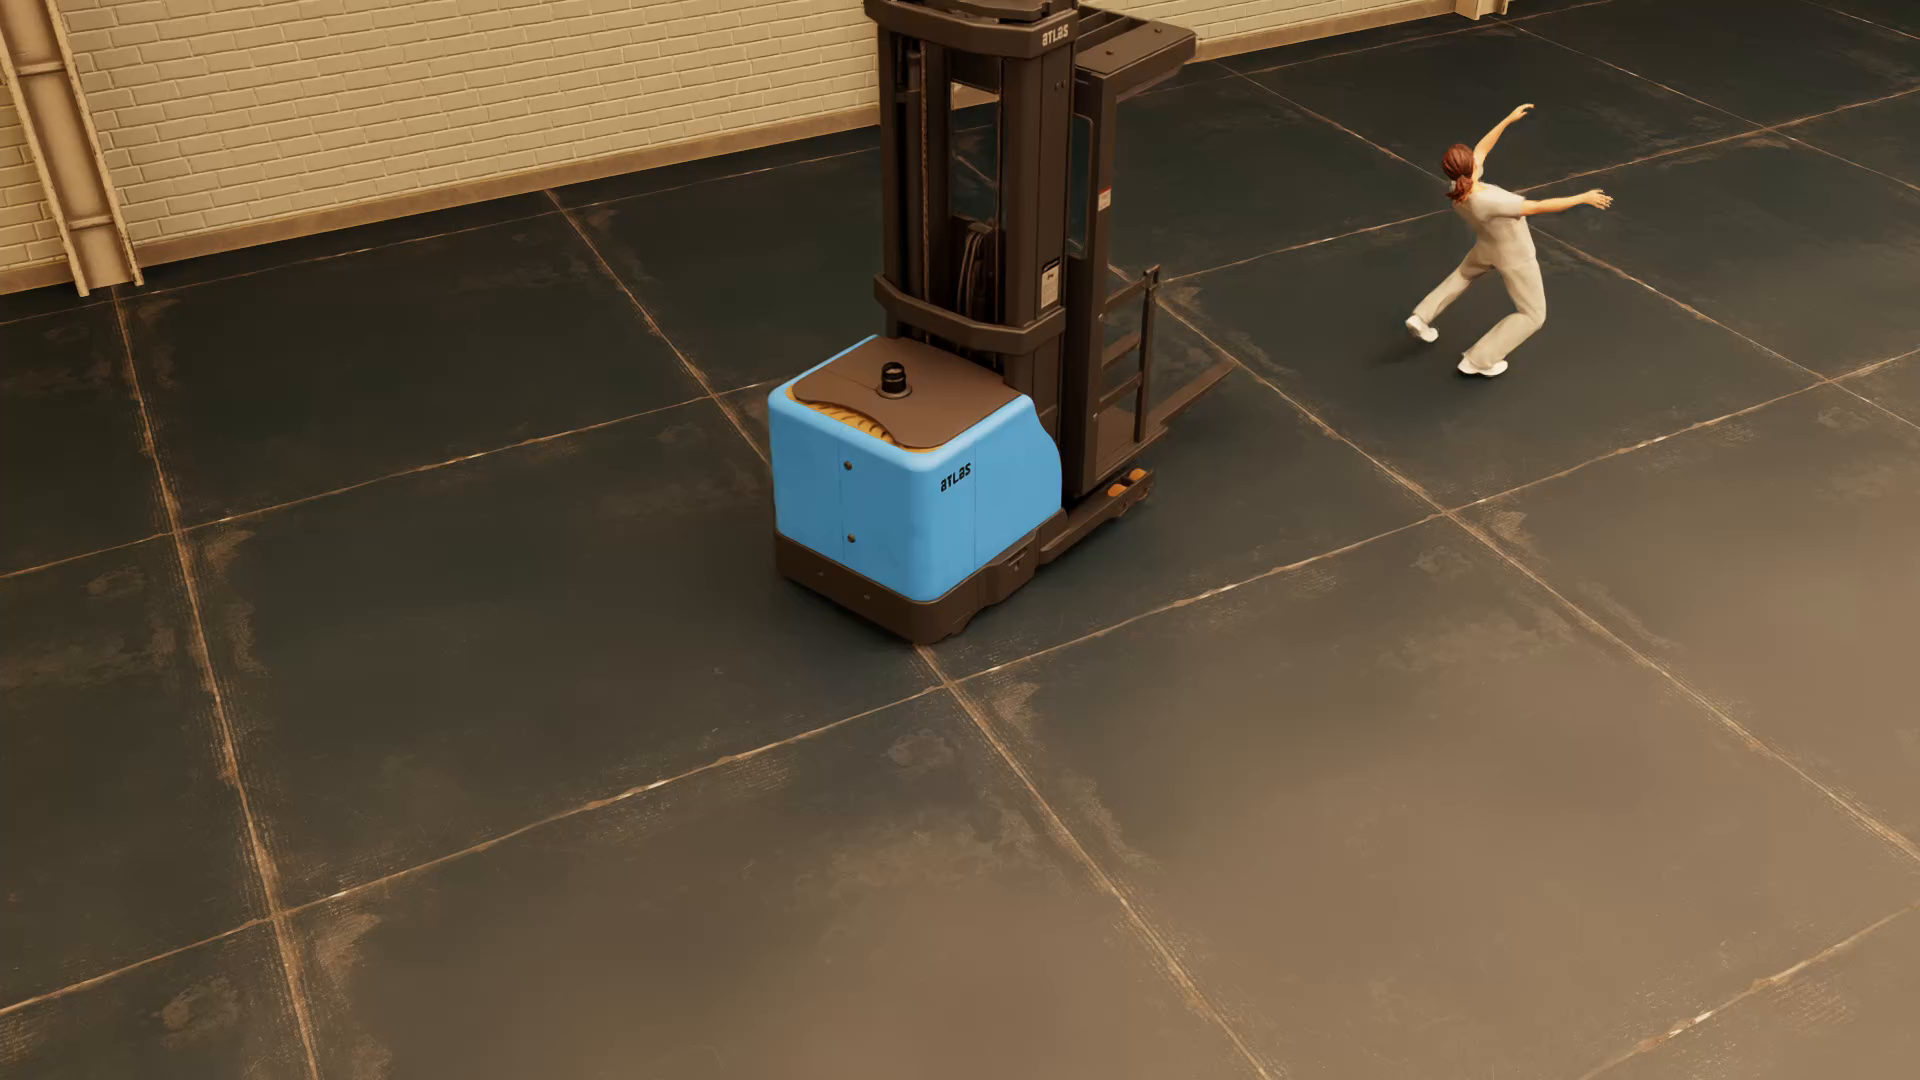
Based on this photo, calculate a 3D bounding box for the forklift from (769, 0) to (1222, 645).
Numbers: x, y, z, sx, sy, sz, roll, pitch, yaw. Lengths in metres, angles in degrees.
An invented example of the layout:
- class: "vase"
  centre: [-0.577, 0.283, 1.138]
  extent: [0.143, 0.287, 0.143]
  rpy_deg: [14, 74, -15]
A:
- class: "forklift"
  centre: [0.375, -1.500, 8.245]
  extent: [1.130, 2.935, 3.031]
  rpy_deg: [23, 41, 29]

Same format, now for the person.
- class: "person"
  centre: [3.155, -1.673, 9.661]
  extent: [0.657, 1.559, 0.931]
  rpy_deg: [-18, 39, -24]
